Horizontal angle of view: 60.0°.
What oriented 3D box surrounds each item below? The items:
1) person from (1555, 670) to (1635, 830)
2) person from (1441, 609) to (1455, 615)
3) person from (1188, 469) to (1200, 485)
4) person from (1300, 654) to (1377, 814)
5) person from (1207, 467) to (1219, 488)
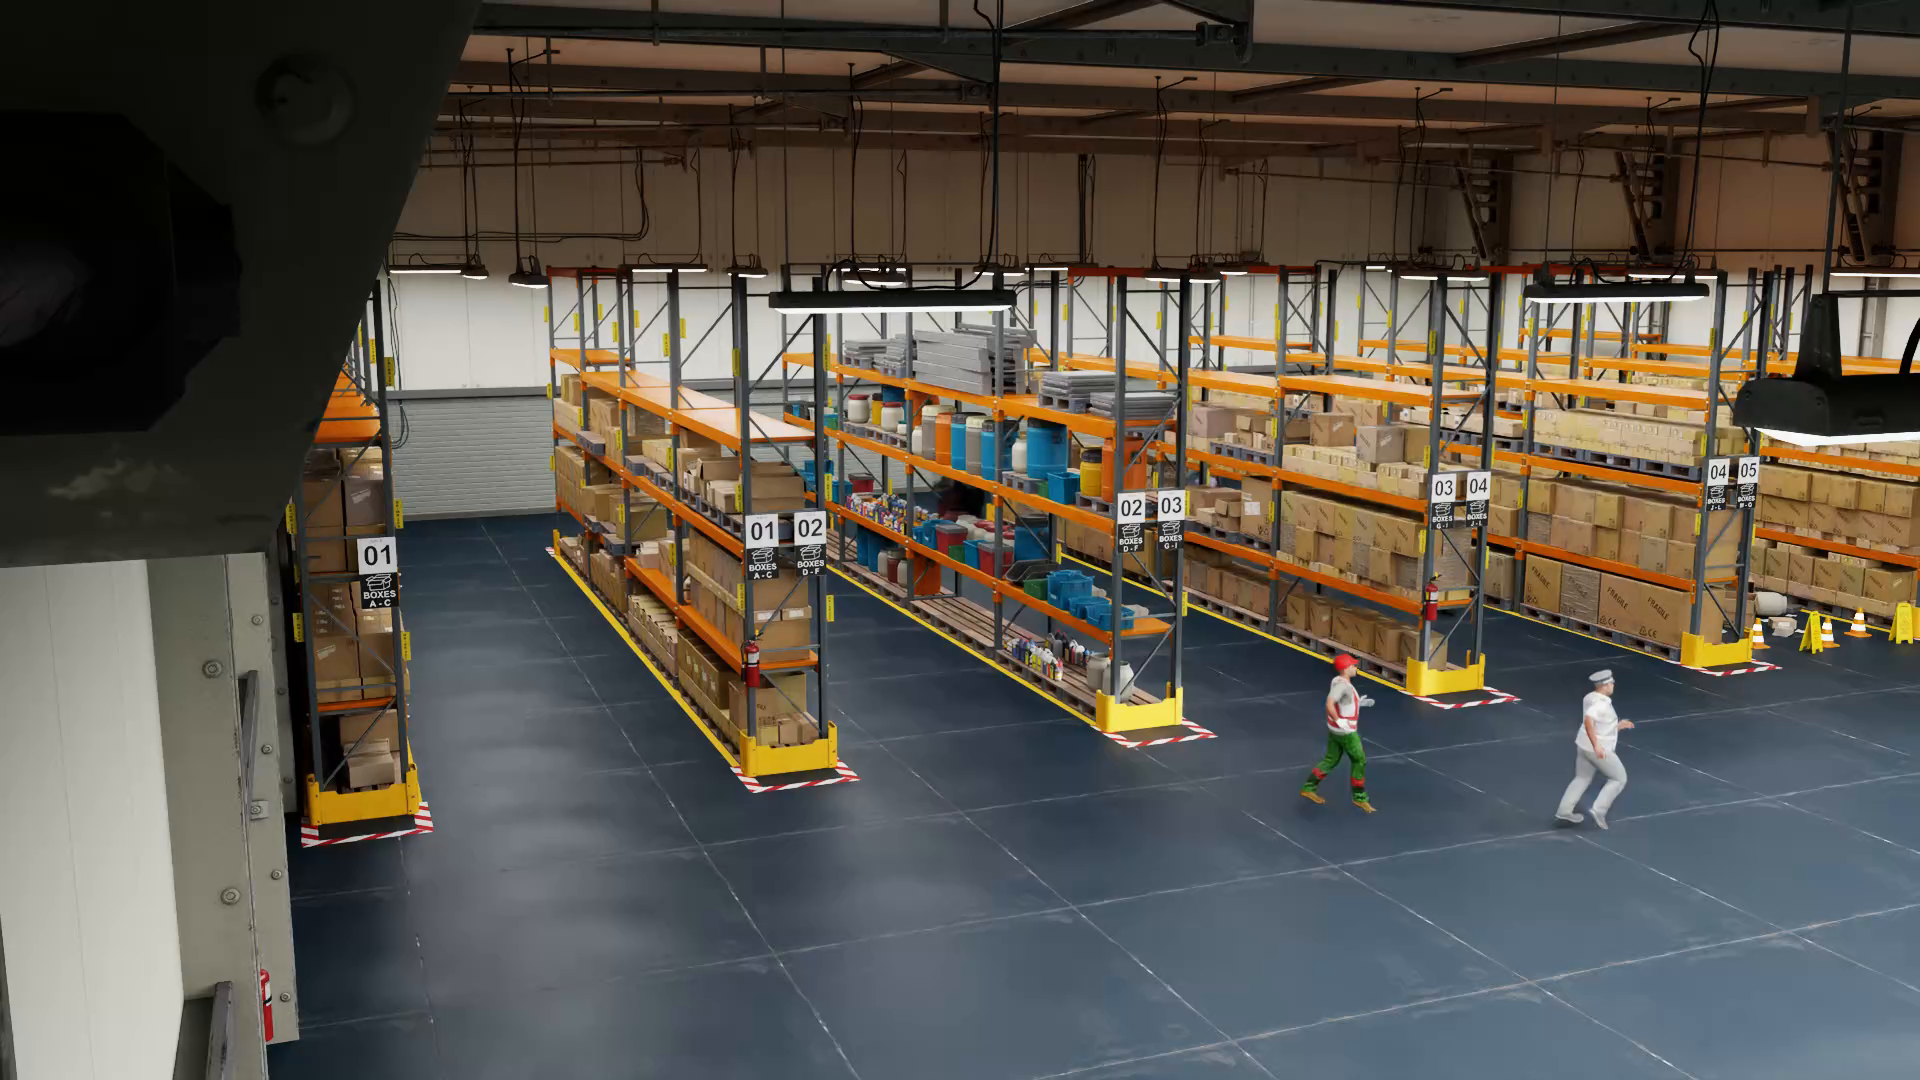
[{"bbox_3d":[7.041,2.319,18.330,0.814,1.815,0.627,-1,10,-5],"label":"person"},{"bbox_3d":[8.524,0.453,29.219,0.659,1.673,0.614,-5,11,-25],"label":"person"},{"bbox_3d":[5.960,-1.748,41.621,0.741,1.757,0.682,-5,11,-27],"label":"person"},{"bbox_3d":[4.317,2.194,18.879,0.866,1.841,0.640,0,10,-2],"label":"person"},{"bbox_3d":[5.447,-0.812,36.725,0.603,1.629,0.583,-2,10,-14],"label":"person"}]
